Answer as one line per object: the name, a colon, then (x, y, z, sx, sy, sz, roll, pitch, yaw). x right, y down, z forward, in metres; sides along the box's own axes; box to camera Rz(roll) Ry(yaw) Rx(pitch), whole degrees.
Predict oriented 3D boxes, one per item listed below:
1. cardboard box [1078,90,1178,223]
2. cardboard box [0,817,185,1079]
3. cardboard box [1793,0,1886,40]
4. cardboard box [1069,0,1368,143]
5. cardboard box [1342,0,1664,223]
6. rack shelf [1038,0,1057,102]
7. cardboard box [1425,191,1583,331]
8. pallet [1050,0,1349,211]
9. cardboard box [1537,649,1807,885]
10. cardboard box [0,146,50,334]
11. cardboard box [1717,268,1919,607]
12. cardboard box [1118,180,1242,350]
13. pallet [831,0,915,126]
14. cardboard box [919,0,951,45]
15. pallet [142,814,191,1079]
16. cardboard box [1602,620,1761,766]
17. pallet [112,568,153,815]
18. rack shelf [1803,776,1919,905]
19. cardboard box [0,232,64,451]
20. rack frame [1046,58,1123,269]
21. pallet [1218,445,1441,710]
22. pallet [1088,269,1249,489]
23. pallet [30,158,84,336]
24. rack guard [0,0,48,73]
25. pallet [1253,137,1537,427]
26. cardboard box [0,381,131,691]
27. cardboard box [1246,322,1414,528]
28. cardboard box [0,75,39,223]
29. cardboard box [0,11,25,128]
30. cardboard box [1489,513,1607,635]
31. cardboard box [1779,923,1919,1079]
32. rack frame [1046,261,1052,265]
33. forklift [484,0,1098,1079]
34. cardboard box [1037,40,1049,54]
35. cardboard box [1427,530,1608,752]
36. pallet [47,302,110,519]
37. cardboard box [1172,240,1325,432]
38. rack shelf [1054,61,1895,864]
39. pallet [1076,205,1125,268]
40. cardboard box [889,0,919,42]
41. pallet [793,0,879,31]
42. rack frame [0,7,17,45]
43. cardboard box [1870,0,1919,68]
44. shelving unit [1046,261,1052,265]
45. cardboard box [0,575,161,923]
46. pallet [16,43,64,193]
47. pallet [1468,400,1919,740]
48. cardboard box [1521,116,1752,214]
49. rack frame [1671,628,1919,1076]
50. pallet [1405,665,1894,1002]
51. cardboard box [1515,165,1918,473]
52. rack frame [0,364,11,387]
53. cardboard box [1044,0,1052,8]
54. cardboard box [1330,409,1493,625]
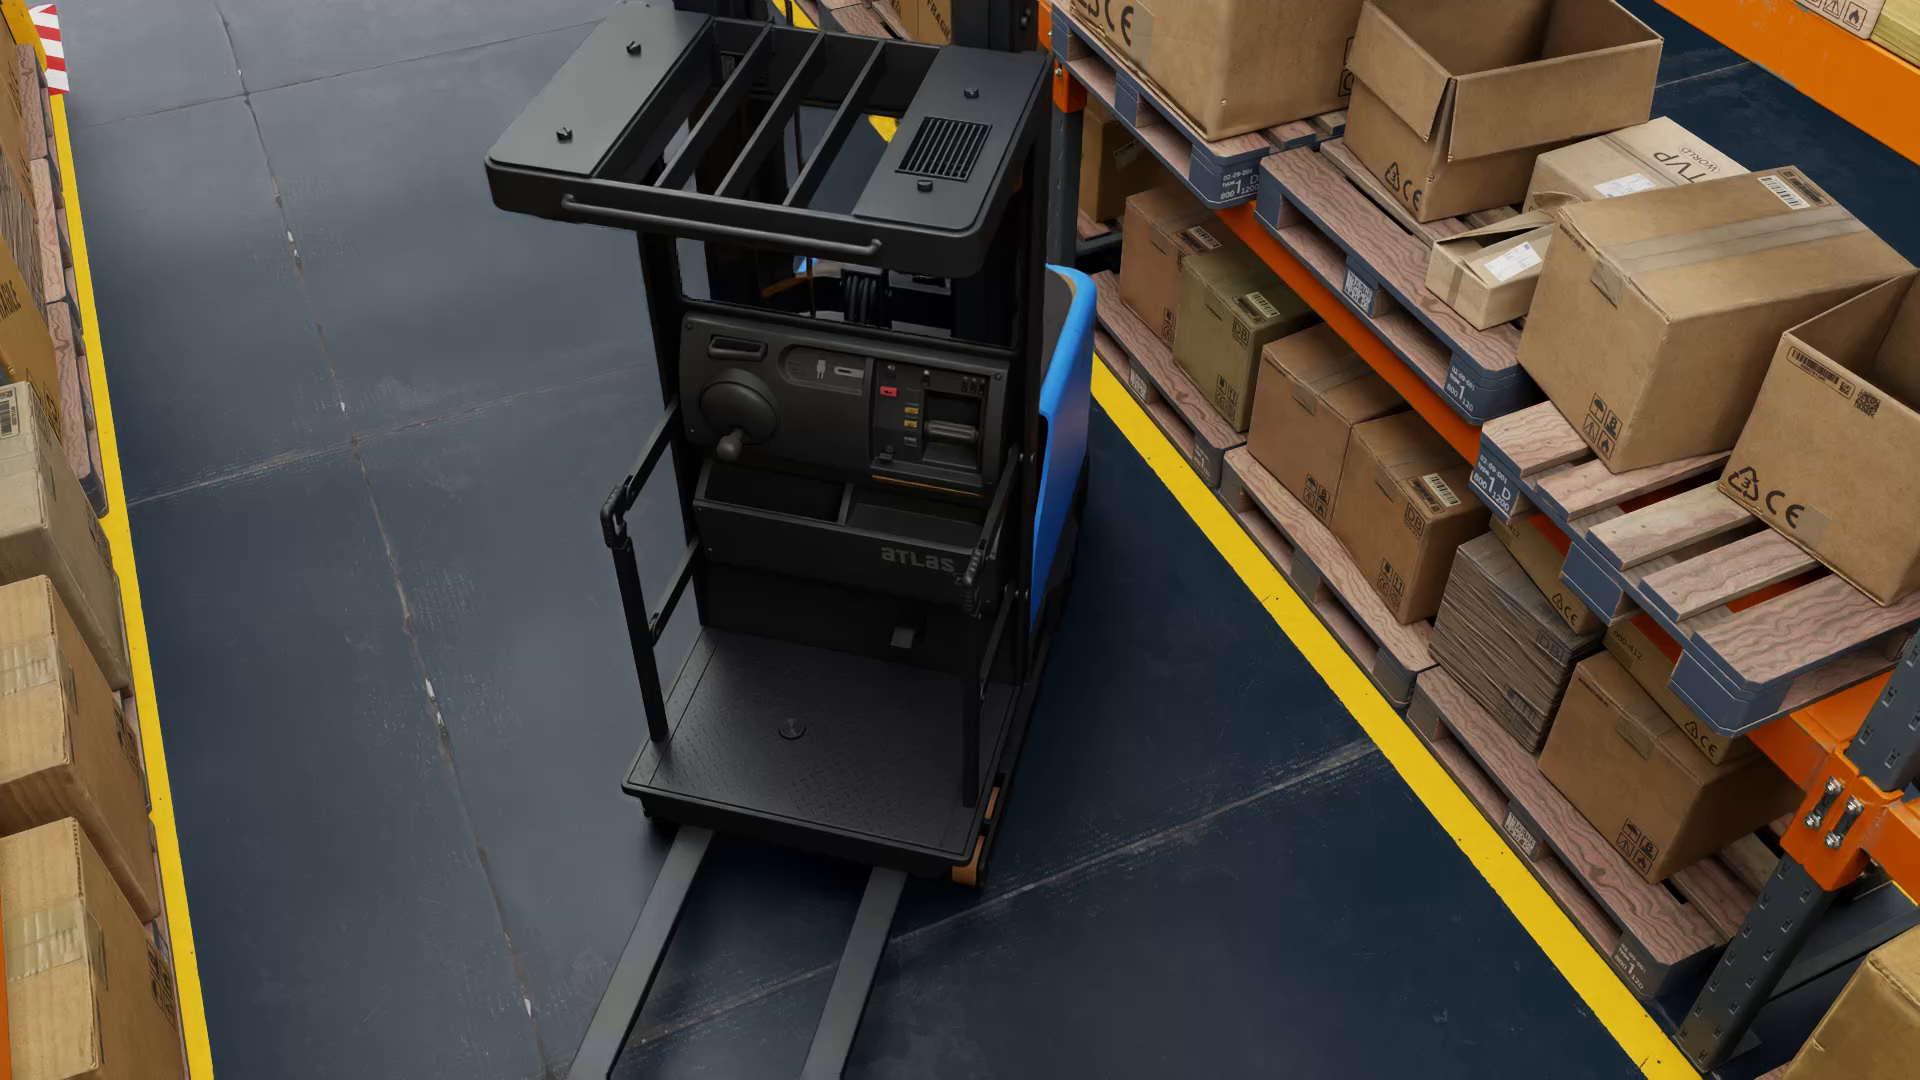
cardboard box: (0.714, -1.812, 7.432, 0.500, 0.500, 0.500, -19, 48, -19)
cardboard box: (-2.560, 1.344, 4.055, 1.050, 0.750, 0.750, -17, 47, -17)
cardboard box: (1.885, -1.294, 3.397, 0.500, 0.250, 0.500, -18, 47, -18)
cardboard box: (1.053, -2.101, 5.518, 1.000, 1.000, 1.000, -18, 47, -17)
cardboard box: (1.659, -1.395, 5.155, 0.797, 0.503, 0.637, -14, 46, -13)
rack shelf: (0.005, -3.304, 7.976, 1.077, 0.370, 4.000, -18, 47, -17)
cardboard box: (1.582, -0.822, 4.744, 0.396, 0.266, 0.258, -19, 48, -19)
pallet: (1.036, -1.688, 5.961, 1.003, 0.211, 1.213, -18, 47, -17)
cardboard box: (2.228, 0.575, 4.998, 0.700, 0.500, 0.500, -20, 48, -19)
cardboard box: (-4.280, -1.274, 6.619, 0.875, 0.875, 0.875, -18, 47, -17)
cardboard box: (2.265, -0.254, 4.002, 0.500, 0.500, 0.500, -24, 49, -22)
cardboard box: (1.085, -1.155, 6.752, 0.700, 0.500, 0.500, -22, 49, -20)
pallet: (0.015, -2.490, 8.623, 1.003, 0.211, 1.213, -18, 47, -17)
cardboard box: (0.134, -2.548, 8.177, 0.500, 0.500, 0.500, -22, 49, -21)
pallet: (-2.787, 1.355, 4.726, 1.003, 0.211, 1.213, -18, 47, -17)
cardboard box: (2.219, 0.311, 4.732, 0.500, 0.250, 0.500, -16, 47, -16)
pallet: (-3.304, 0.576, 5.516, 1.003, 0.211, 1.213, -18, 47, -17)
rack shelf: (3.369, 1.794, 2.809, 1.077, 0.370, 4.000, -18, 47, -17)
cardboard box: (-3.897, -0.700, 6.038, 0.875, 0.875, 0.875, -17, 47, -17)
rack frame: (0.846, -2.286, 6.431, 1.000, 3.000, 0.127, -18, 47, -17)
pallet: (1.692, -0.019, 6.119, 1.003, 0.211, 1.213, -18, 47, -17)
pallet: (1.175, -0.798, 6.908, 1.003, 0.211, 1.213, -18, 47, -17)
pallet: (-4.462, -1.179, 7.295, 1.003, 0.211, 1.213, -18, 47, -17)
rack guard: (-5.389, -2.560, 8.489, 1.175, 0.500, 0.348, -18, 47, -17)
pallet: (1.659, -0.918, 5.181, 1.003, 0.211, 1.213, -18, 47, -17)
cardboard box: (-3.354, 0.135, 5.281, 1.050, 0.750, 0.750, -18, 47, -18)
cardboard box: (1.504, -0.489, 6.077, 0.700, 0.500, 0.500, -22, 49, -21)
cardboard box: (-4.661, -1.855, 7.208, 0.875, 0.875, 0.875, -19, 48, -18)
cardboard box: (-5.033, -2.415, 7.776, 0.875, 0.875, 0.875, -18, 47, -17)
cardboard box: (1.987, -0.024, 5.071, 0.500, 0.250, 0.500, -13, 46, -13)
cardboard box: (2.799, 1.316, 3.995, 1.225, 0.875, 0.875, -20, 48, -19)
rack frame: (0.215, -0.701, 6.320, 0.240, 0.900, 0.006, 10, 45, 10)
forklift: (-0.381, -0.279, 4.446, 1.130, 2.935, 3.031, 10, 46, 10)
cardboard box: (0.467, -2.175, 7.800, 0.500, 0.500, 0.500, -5, 45, -5)
cardboard box: (1.983, 0.225, 5.352, 0.700, 0.500, 0.500, -22, 49, -21)
pallet: (-3.945, -0.401, 6.506, 1.003, 0.211, 1.213, -18, 47, -17)
cardboard box: (1.268, -0.846, 6.438, 0.700, 0.500, 0.500, -18, 47, -18)
rack shelf: (1.687, -0.755, 5.392, 1.077, 0.370, 4.000, -18, 47, -17)
pallet: (0.532, -1.711, 7.834, 1.003, 0.211, 1.213, -18, 47, -17)
cardboard box: (-0.060, -2.917, 8.551, 0.500, 0.500, 0.500, -14, 46, -14)
pallet: (-0.494, -3.266, 9.410, 1.003, 0.211, 1.213, -18, 47, -17)
rack frame: (-5.378, -3.435, 7.595, 1.000, 3.000, 0.127, -18, 47, -17)
cardboard box: (2.106, -0.982, 3.081, 0.500, 0.250, 0.500, -18, 47, -17)
shelving unit: (0.189, -0.632, 6.250, 0.258, 0.900, 0.210, 10, 45, 10)
cardboard box: (-2.952, 0.751, 4.656, 1.050, 0.750, 0.750, -18, 47, -17)
pallet: (-4.971, -1.956, 8.082, 1.003, 0.211, 1.213, -18, 47, -17)
pallet: (2.132, -0.091, 4.344, 1.213, 0.211, 1.003, -18, 47, -17)
cardboard box: (2.032, -0.969, 4.904, 0.500, 0.250, 0.500, -19, 48, -19)
rack frame: (2.528, 0.263, 3.848, 1.000, 3.000, 0.127, -18, 47, -17)
pallet: (2.201, 0.757, 5.332, 1.003, 0.211, 1.213, -18, 47, -17)
cardboard box: (1.939, -0.581, 4.333, 0.700, 0.500, 0.500, -12, 46, -12)
rack frame: (-3.697, -0.886, 5.012, 1.000, 3.000, 0.127, -18, 47, -17)
cardboard box: (0.489, -2.247, 6.570, 0.380, 0.149, 0.250, -18, 47, -17)
cardboard box: (1.739, -0.134, 5.716, 0.700, 0.500, 0.500, -14, 46, -14)
